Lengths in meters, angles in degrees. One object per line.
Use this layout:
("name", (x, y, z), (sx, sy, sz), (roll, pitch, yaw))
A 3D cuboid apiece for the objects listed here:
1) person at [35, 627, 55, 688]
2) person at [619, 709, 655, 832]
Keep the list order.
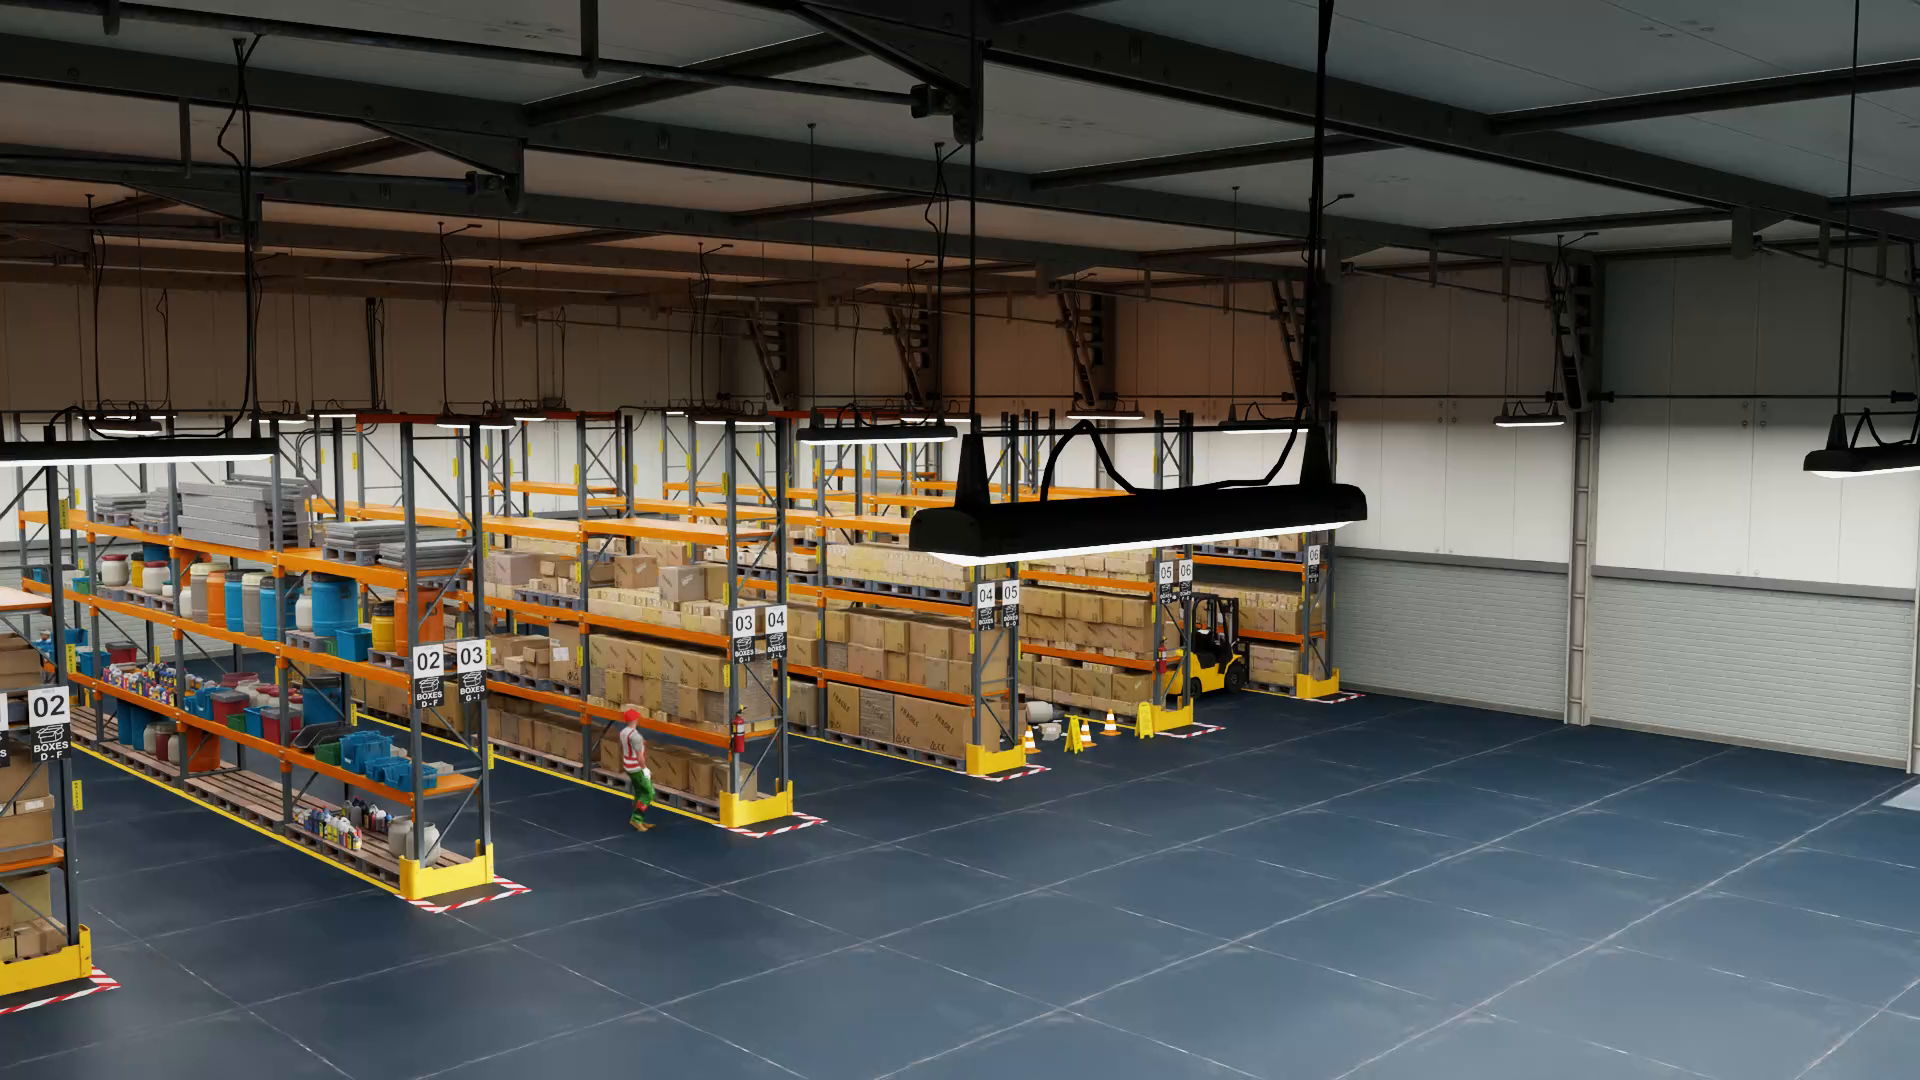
("person", (-18.414, 2.607, 33.486), (0.396, 1.703, 0.533), (4, 7, 40))
("person", (-4.730, 3.350, 24.316), (0.468, 1.795, 0.567), (-2, 5, -21))
